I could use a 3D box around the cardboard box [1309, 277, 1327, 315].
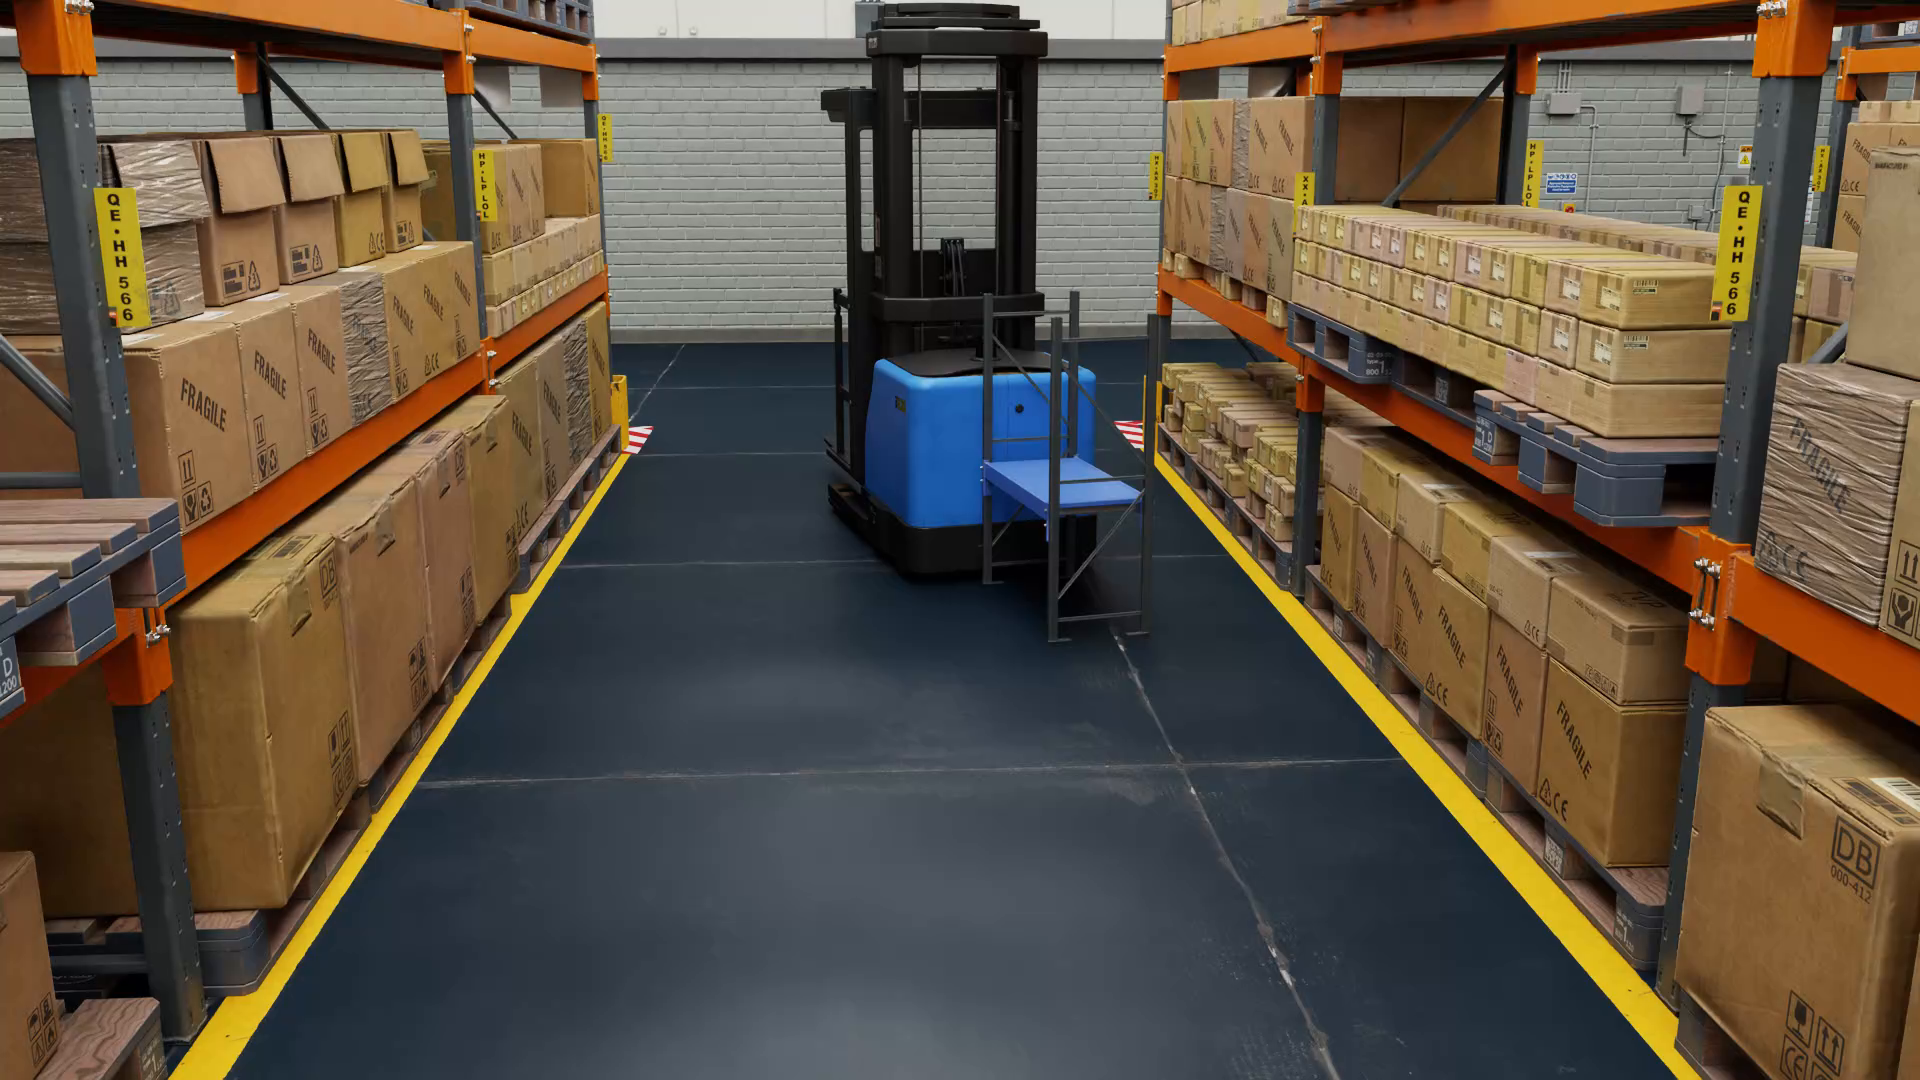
[{"bbox_3d":[1.774,-1.087,7.392,0.380,0.149,0.250,-1,14,-3],"label":"cardboard box"}]

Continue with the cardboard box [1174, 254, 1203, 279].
[{"bbox_3d":[1.651,-1.836,11.148,0.380,0.149,0.250,-1,14,-5],"label":"cardboard box"}]

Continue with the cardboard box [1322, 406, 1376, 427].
[{"bbox_3d":[2.276,-0.706,9.935,0.380,0.149,0.250,-1,15,-6],"label":"cardboard box"}]

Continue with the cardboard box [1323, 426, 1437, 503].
[{"bbox_3d":[1.968,-0.347,7.525,0.500,0.250,0.500,-2,15,-6],"label":"cardboard box"}]

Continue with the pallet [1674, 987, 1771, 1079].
[{"bbox_3d":[2.407,1.363,3.804,1.003,0.211,1.213,-1,14,-3],"label":"pallet"}]

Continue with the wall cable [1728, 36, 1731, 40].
[{"bbox_3d":[6.989,-6.602,17.127,2.355,3.000,0.029,-1,14,-3],"label":"wall cable"}]

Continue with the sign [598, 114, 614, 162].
[{"bbox_3d":[-2.477,-2.803,11.601,0.100,0.325,0.005,-1,14,-3],"label":"sign"}]

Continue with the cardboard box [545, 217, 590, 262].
[{"bbox_3d":[-2.693,-1.951,10.795,0.500,0.250,0.500,-1,14,-4],"label":"cardboard box"}]

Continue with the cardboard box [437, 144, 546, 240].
[{"bbox_3d":[-2.605,-1.937,9.235,0.500,0.500,0.500,-1,14,-5],"label":"cardboard box"}]

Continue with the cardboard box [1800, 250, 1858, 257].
[{"bbox_3d":[2.568,-0.800,5.083,0.380,0.149,0.250,-1,14,-4],"label":"cardboard box"}]

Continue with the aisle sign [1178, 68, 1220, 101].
[{"bbox_3d":[1.634,-3.446,11.685,0.394,0.787,0.004,-1,14,-3],"label":"aisle sign"}]

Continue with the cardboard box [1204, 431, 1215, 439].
[{"bbox_3d":[1.788,-0.609,10.751,0.380,0.149,0.250,-1,14,-3],"label":"cardboard box"}]

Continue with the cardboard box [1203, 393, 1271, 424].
[{"bbox_3d":[1.732,-0.822,10.387,0.380,0.149,0.250,-1,14,-3],"label":"cardboard box"}]

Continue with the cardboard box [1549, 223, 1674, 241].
[{"bbox_3d":[2.485,-1.128,6.358,0.380,0.149,0.250,-2,15,-6],"label":"cardboard box"}]

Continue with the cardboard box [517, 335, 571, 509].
[{"bbox_3d":[-2.788,-0.691,9.615,0.875,0.875,0.875,-1,14,-3],"label":"cardboard box"}]

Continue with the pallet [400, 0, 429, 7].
[{"bbox_3d":[-2.665,-2.260,6.656,0.805,0.209,1.217,-1,15,-6],"label":"pallet"}]

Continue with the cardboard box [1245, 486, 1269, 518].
[{"bbox_3d":[1.808,-0.225,9.259,0.380,0.149,0.250,-1,14,-5],"label":"cardboard box"}]

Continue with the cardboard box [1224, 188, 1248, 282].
[{"bbox_3d":[1.813,-1.740,9.473,0.500,0.500,0.500,-1,14,-4],"label":"cardboard box"}]

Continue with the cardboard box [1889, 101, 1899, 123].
[{"bbox_3d":[6.705,-2.966,11.524,0.380,0.149,0.250,-1,14,-2],"label":"cardboard box"}]

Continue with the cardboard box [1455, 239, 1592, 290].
[{"bbox_3d":[1.887,-0.923,5.562,0.380,0.149,0.250,-1,14,-3],"label":"cardboard box"}]

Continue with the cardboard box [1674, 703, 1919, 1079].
[{"bbox_3d":[2.381,0.855,3.857,1.050,0.750,0.750,-1,14,-4],"label":"cardboard box"}]

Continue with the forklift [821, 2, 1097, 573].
[{"bbox_3d":[-0.178,-1.570,9.747,1.130,2.935,3.031,-4,15,-16],"label":"forklift"}]

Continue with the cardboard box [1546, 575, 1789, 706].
[{"bbox_3d":[2.129,0.294,5.034,0.500,0.250,0.500,-1,14,-5],"label":"cardboard box"}]

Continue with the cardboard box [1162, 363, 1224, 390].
[{"bbox_3d":[1.631,-1.149,11.658,0.380,0.149,0.250,-2,15,-6],"label":"cardboard box"}]

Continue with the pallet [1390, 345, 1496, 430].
[{"bbox_3d":[2.270,-0.583,6.158,1.003,0.211,1.213,-1,14,-3],"label":"pallet"}]

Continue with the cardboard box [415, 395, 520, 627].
[{"bbox_3d":[-2.712,-0.143,7.485,1.225,0.875,0.875,-1,14,-3],"label":"cardboard box"}]

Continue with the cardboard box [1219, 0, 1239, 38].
[{"bbox_3d":[1.805,-3.051,9.646,0.500,0.250,0.500,-1,14,-4],"label":"cardboard box"}]

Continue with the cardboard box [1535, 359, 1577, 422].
[{"bbox_3d":[1.930,-0.443,4.891,0.380,0.149,0.250,-1,14,-4],"label":"cardboard box"}]

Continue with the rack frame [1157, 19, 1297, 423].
[{"bbox_3d":[1.938,-2.174,11.956,1.000,3.000,0.127,-1,14,-3],"label":"rack frame"}]

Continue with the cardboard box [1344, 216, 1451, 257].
[{"bbox_3d":[1.801,-1.249,6.827,0.380,0.149,0.250,-1,14,-4],"label":"cardboard box"}]

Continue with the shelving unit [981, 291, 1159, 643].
[{"bbox_3d":[0.502,-0.392,8.038,0.538,1.500,1.048,-4,15,-16],"label":"shelving unit"}]

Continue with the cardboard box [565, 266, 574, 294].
[{"bbox_3d":[-2.587,-1.599,10.225,0.380,0.149,0.250,-1,14,-3],"label":"cardboard box"}]

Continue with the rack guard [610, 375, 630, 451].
[{"bbox_3d":[-3.021,-0.918,12.091,1.175,0.500,0.348,-1,14,-3],"label":"rack guard"}]

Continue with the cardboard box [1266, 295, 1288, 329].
[{"bbox_3d":[1.809,-1.187,8.625,0.380,0.149,0.250,-1,14,-5],"label":"cardboard box"}]

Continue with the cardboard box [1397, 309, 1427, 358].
[{"bbox_3d":[1.850,-0.768,6.155,0.380,0.149,0.250,-2,15,-6],"label":"cardboard box"}]

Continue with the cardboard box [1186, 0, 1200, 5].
[{"bbox_3d":[1.739,-3.553,10.594,0.500,0.250,0.500,-1,14,-4],"label":"cardboard box"}]

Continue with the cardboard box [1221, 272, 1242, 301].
[{"bbox_3d":[1.765,-1.513,9.890,0.380,0.149,0.250,-1,14,-2],"label":"cardboard box"}]

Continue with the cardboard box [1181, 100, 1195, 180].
[{"bbox_3d":[1.738,-2.610,10.845,0.500,0.500,0.500,0,14,-2],"label":"cardboard box"}]

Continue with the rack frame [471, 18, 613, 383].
[{"bbox_3d":[-3.019,-2.123,11.756,1.000,3.000,0.127,-1,14,-3],"label":"rack frame"}]

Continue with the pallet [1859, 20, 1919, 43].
[{"bbox_3d":[6.928,-3.501,11.271,1.003,0.211,1.213,-1,14,-3],"label":"pallet"}]

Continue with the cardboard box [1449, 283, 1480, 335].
[{"bbox_3d":[1.883,-0.782,5.610,0.380,0.149,0.250,-1,14,-4],"label":"cardboard box"}]

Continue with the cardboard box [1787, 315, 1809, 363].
[{"bbox_3d":[2.585,-0.601,4.906,0.380,0.149,0.250,0,14,-1],"label":"cardboard box"}]

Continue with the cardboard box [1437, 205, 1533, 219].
[{"bbox_3d":[2.405,-1.452,7.618,0.380,0.149,0.250,0,14,-1],"label":"cardboard box"}]

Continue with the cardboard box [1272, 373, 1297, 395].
[{"bbox_3d":[2.324,-1.031,11.199,0.380,0.149,0.250,-1,14,-5],"label":"cardboard box"}]

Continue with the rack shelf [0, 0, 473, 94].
[{"bbox_3d":[-2.647,-1.735,5.672,1.077,0.370,4.000,-1,14,-3],"label":"rack shelf"}]

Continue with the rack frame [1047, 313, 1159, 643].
[{"bbox_3d":[0.645,-0.270,7.566,0.500,1.500,0.032,-4,15,-16],"label":"rack frame"}]

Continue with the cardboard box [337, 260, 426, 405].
[{"bbox_3d":[-2.407,-0.811,6.458,0.500,0.500,0.500,-1,14,-4],"label":"cardboard box"}]

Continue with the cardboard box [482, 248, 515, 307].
[{"bbox_3d":[-2.539,-1.320,8.341,0.500,0.250,0.500,-1,14,-4],"label":"cardboard box"}]

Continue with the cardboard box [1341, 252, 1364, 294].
[{"bbox_3d":[1.802,-1.107,6.872,0.380,0.149,0.250,-2,15,-6],"label":"cardboard box"}]

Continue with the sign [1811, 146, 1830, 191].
[{"bbox_3d":[6.318,-2.726,12.205,0.100,0.325,0.005,-1,14,-3],"label":"sign"}]

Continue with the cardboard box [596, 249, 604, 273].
[{"bbox_3d":[-2.668,-1.917,11.463,0.380,0.149,0.250,-1,14,-2],"label":"cardboard box"}]

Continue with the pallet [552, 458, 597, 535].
[{"bbox_3d":[-2.819,-0.272,10.159,1.003,0.211,1.213,-1,14,-3],"label":"pallet"}]

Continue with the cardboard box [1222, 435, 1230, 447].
[{"bbox_3d":[1.855,-0.681,10.436,0.380,0.149,0.250,0,14,-1],"label":"cardboard box"}]

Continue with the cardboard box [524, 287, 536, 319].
[{"bbox_3d":[-2.509,-1.281,8.989,0.380,0.149,0.250,-1,14,-5],"label":"cardboard box"}]

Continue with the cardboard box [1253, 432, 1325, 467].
[{"bbox_3d":[1.826,-0.499,9.131,0.380,0.149,0.250,-1,14,-4],"label":"cardboard box"}]

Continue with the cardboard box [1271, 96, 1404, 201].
[{"bbox_3d":[1.886,-1.969,8.354,0.500,0.500,0.500,-1,14,-5],"label":"cardboard box"}]

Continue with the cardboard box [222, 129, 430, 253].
[{"bbox_3d":[-2.723,-1.503,7.135,0.797,0.503,0.637,-1,14,-5],"label":"cardboard box"}]

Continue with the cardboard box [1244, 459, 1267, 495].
[{"bbox_3d":[1.785,-0.353,9.160,0.380,0.149,0.250,-1,14,-5],"label":"cardboard box"}]

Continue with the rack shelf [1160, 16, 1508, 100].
[{"bbox_3d":[2.062,-2.781,9.739,1.077,0.370,4.000,-1,14,-3],"label":"rack shelf"}]

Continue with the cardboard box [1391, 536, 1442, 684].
[{"bbox_3d":[2.047,0.278,6.602,0.500,0.500,0.500,-1,14,-2],"label":"cardboard box"}]
